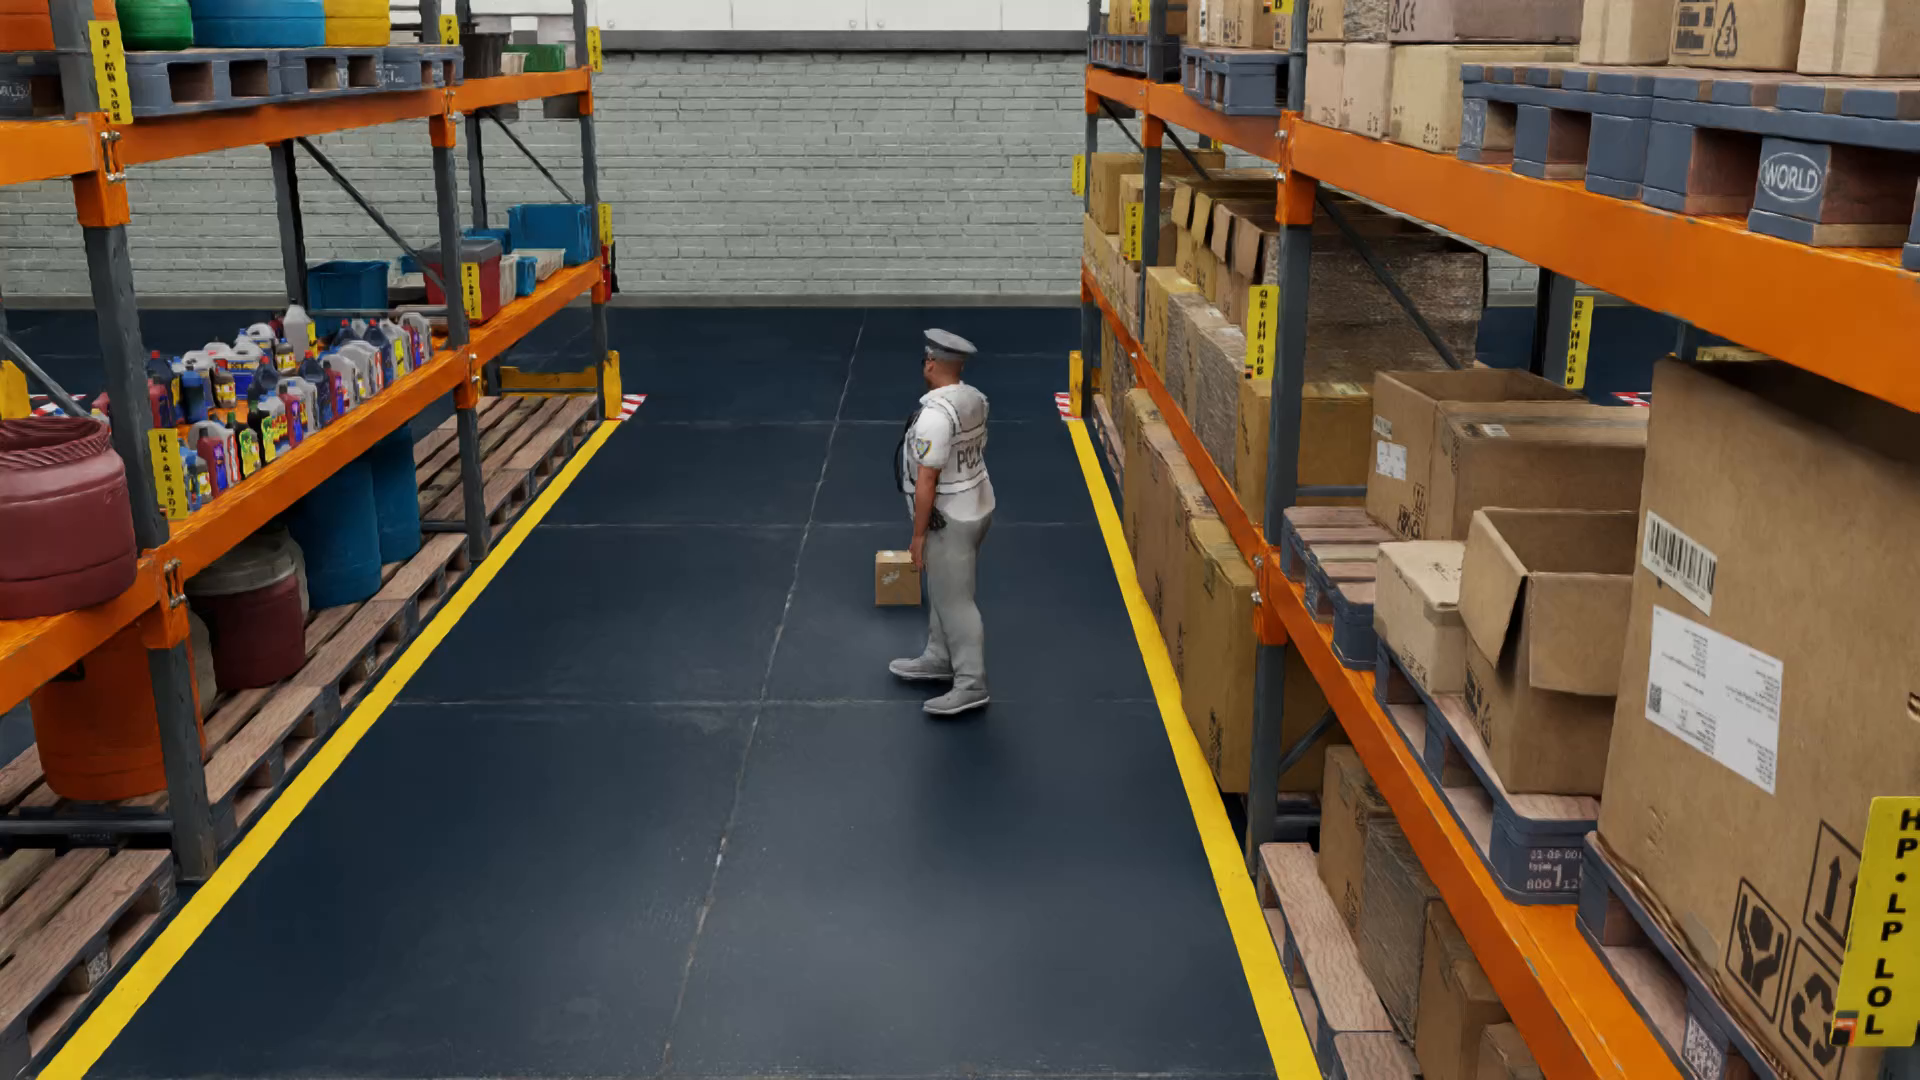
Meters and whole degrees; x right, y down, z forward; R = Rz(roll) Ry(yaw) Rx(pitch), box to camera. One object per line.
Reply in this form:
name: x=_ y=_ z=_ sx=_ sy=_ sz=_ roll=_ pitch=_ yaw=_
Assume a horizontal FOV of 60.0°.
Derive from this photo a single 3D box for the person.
person: x=-0.102 y=-0.114 z=7.820 sx=0.587 sy=1.753 sz=0.653 roll=6 pitch=18 yaw=18
